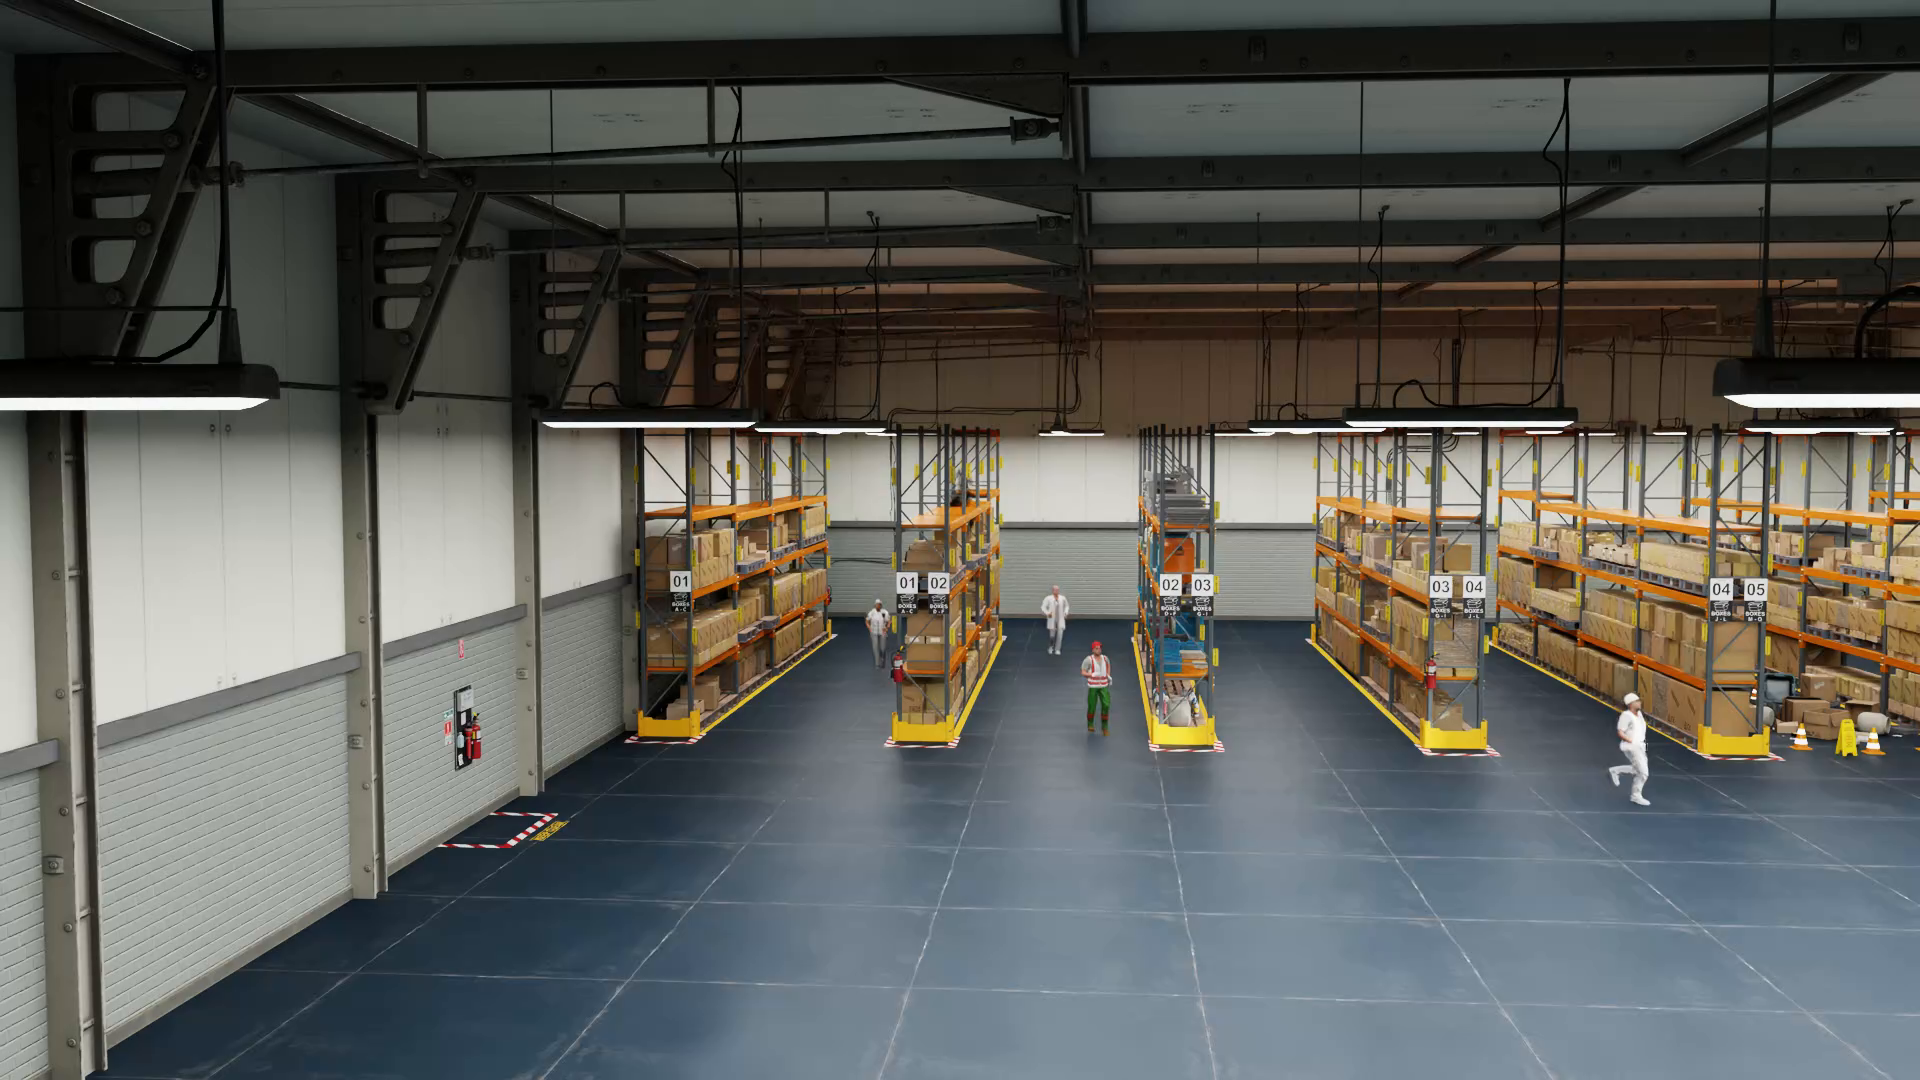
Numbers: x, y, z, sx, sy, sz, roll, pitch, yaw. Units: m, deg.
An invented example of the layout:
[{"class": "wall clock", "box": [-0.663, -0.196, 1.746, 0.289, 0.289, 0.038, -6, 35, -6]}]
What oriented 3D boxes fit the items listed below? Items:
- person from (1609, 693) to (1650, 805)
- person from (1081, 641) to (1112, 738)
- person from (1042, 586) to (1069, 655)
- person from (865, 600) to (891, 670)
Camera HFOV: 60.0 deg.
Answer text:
[{"class": "person", "box": [10.561, 3.273, 26.230, 0.672, 1.720, 0.702, 3, 4, 38]}, {"class": "person", "box": [2.644, 2.877, 32.067, 0.665, 1.858, 0.725, -1, 4, -14]}, {"class": "person", "box": [2.420, 2.028, 41.958, 0.704, 1.744, 0.654, 0, 3, -7]}, {"class": "person", "box": [-1.935, 2.233, 39.267, 0.614, 1.666, 0.532, 0, 3, -1]}]
